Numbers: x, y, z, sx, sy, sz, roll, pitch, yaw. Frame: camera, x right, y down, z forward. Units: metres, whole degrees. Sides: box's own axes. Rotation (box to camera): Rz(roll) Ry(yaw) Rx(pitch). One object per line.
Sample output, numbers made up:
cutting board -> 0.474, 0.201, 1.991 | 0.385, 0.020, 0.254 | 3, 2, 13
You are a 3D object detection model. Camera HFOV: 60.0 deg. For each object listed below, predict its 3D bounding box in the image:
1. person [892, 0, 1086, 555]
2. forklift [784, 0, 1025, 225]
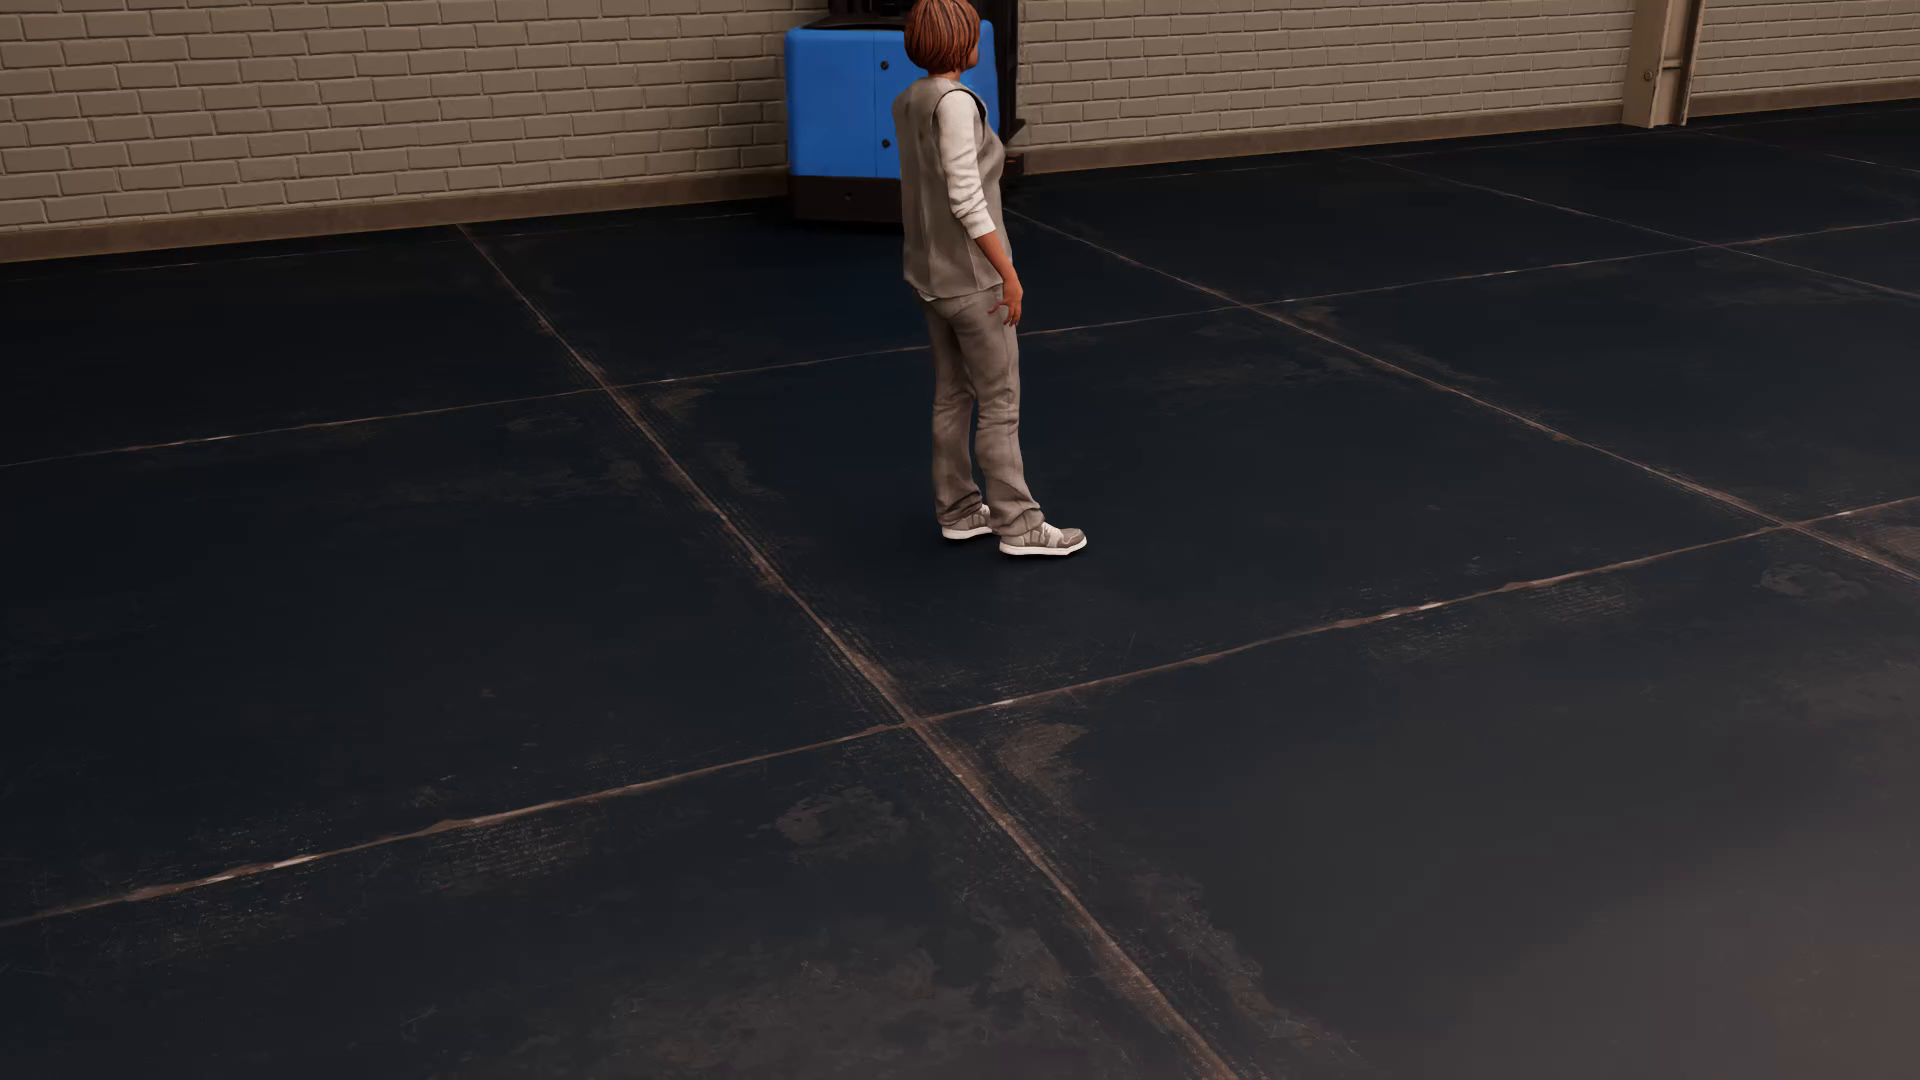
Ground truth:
person -> 0.073, -0.751, 4.814 | 0.475, 1.597, 0.520 | -10, 25, -23
forklift -> -0.197, -3.597, 9.944 | 1.130, 2.935, 3.031 | 4, 23, 9
